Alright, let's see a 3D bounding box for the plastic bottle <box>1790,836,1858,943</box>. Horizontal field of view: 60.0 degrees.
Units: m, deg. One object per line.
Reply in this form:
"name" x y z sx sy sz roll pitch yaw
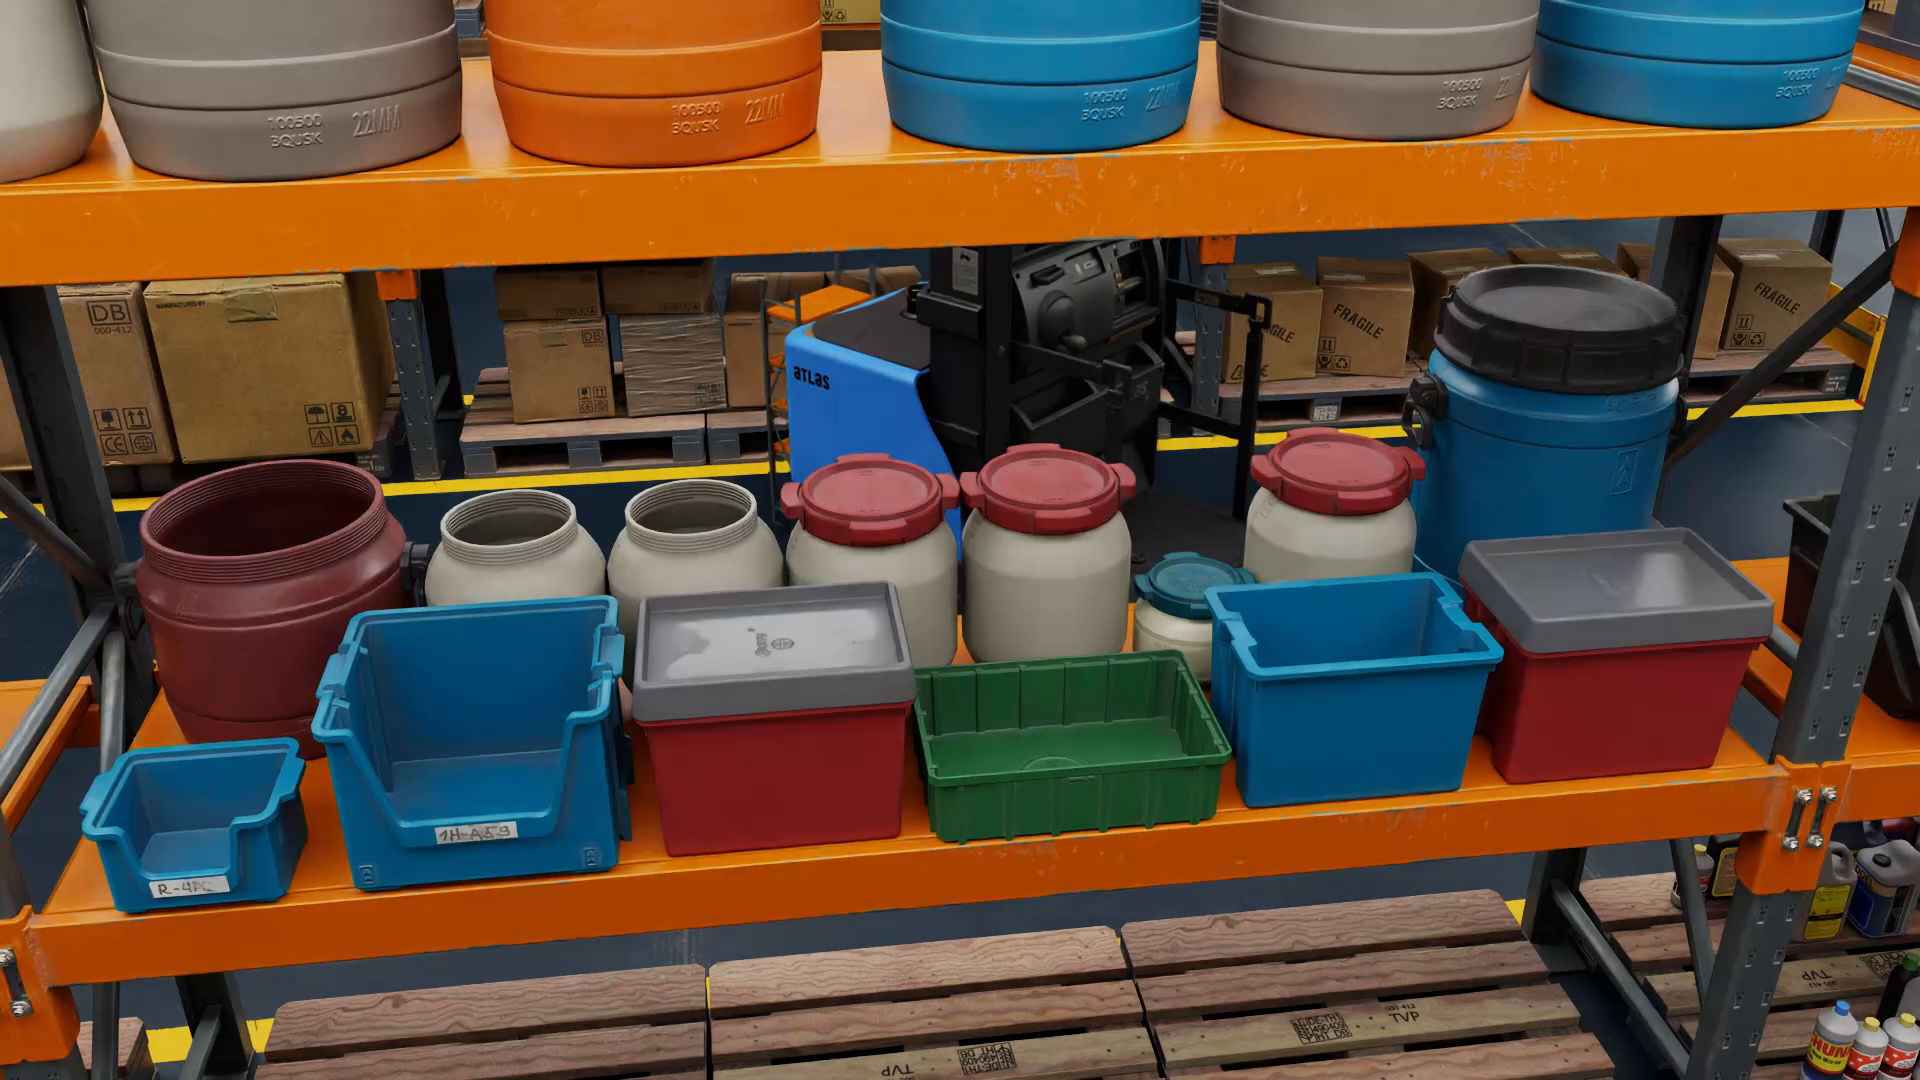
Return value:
"plastic bottle" 2.536 1.009 4.917 0.185 0.351 0.144 -4 27 -7

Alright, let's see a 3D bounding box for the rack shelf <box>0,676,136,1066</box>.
"rack shelf" -4.023 0.834 3.626 4.000 0.370 1.077 -4 27 -7

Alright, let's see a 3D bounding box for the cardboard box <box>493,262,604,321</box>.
"cardboard box" -2.074 -1.325 8.482 0.500 0.250 0.500 -3 27 -5

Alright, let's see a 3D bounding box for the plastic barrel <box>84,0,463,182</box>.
"plastic barrel" -1.199 -1.125 2.821 0.600 0.901 0.600 0 27 0

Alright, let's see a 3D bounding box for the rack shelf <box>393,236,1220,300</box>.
"rack shelf" -0.752 -1.659 8.486 4.000 0.370 1.077 -4 27 -7

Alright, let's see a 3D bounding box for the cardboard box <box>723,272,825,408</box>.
"cardboard box" -0.964 -1.067 8.801 0.500 0.500 0.700 -1 27 -3

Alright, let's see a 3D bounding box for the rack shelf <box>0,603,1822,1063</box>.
"rack shelf" -0.062 0.580 4.122 4.000 0.370 1.077 -4 27 -7

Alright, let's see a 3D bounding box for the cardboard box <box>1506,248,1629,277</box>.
"cardboard box" 3.359 -1.319 9.312 0.500 0.500 0.500 -1 27 -2

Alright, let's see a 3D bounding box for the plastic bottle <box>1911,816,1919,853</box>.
"plastic bottle" 3.025 0.912 5.107 0.185 0.351 0.144 -4 27 -7

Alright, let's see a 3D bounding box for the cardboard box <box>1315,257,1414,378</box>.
"cardboard box" 2.196 -1.228 9.136 0.500 0.500 0.500 5 28 9

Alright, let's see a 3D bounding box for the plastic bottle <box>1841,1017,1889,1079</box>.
"plastic bottle" 2.395 1.353 4.410 0.097 0.201 0.097 0 27 0

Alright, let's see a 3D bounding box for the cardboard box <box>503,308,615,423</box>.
"cardboard box" -2.072 -0.987 8.644 0.500 0.500 0.700 -5 28 -10

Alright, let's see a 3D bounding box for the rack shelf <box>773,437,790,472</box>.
"rack shelf" -0.640 -0.434 7.863 0.258 0.148 0.480 21 34 34

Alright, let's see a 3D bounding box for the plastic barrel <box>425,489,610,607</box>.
"plastic barrel" -1.054 0.175 4.000 0.421 0.512 0.421 0 27 0

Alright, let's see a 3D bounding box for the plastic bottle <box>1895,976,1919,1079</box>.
"plastic bottle" 2.611 1.294 4.444 0.135 0.276 0.152 -3 27 -5

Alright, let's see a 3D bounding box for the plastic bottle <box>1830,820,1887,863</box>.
"plastic bottle" 2.706 0.932 5.067 0.185 0.351 0.144 -5 28 -10

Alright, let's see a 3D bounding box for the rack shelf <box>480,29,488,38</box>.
"rack shelf" -5.304 -3.653 12.372 4.000 0.370 1.077 -4 27 -7

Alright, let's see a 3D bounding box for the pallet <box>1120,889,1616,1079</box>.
"pallet" 1.146 1.441 4.711 1.213 0.211 1.003 -4 27 -7

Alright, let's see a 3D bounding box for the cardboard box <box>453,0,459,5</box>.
"cardboard box" -3.748 -3.936 11.951 0.250 0.149 0.380 -3 27 -6

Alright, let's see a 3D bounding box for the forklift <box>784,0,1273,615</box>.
"forklift" 0.682 -0.981 6.452 3.031 2.935 1.130 21 34 35

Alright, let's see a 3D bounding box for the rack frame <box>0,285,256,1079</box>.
"rack frame" -2.043 0.387 3.710 0.127 3.000 1.000 -4 27 -7

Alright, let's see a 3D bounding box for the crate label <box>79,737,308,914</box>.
"crate label" -1.574 0.604 3.470 0.416 0.233 0.303 -4 27 -7

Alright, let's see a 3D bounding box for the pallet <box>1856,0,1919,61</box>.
"pallet" 2.619 -1.208 3.739 1.003 0.211 1.213 -4 27 -7

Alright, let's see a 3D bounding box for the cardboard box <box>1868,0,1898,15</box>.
"cardboard box" 4.679 -2.836 8.460 0.500 0.500 0.500 -4 27 -7

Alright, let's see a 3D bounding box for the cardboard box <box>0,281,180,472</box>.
"cardboard box" -4.303 -1.006 8.292 0.875 0.875 1.225 -4 27 -7

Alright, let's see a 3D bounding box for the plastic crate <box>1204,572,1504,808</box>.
"plastic crate" 0.869 0.351 3.798 0.575 0.384 0.392 -4 27 -7

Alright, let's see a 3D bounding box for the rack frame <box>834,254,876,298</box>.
"rack frame" -0.485 -0.756 7.910 0.240 1.200 0.015 21 34 34

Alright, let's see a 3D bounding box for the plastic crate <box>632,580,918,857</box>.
"plastic crate" -0.400 0.394 3.626 0.583 0.464 0.402 -4 27 -7

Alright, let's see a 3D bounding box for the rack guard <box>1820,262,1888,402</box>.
"rack guard" 5.114 -1.244 9.626 0.348 0.500 1.175 -4 27 -7

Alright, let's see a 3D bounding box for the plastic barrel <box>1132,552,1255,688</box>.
"plastic barrel" 0.586 0.209 4.208 0.301 0.262 0.301 0 27 0

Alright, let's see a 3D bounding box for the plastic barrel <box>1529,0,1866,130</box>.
"plastic barrel" 1.445 -1.294 3.152 0.708 0.901 0.600 -4 27 -7

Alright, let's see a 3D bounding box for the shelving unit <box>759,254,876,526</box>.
"shelving unit" -0.640 -0.670 7.742 0.258 1.200 0.503 21 34 34

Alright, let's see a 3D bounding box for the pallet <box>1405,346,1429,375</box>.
"pallet" 3.099 -1.003 9.474 1.213 0.211 1.003 -4 27 -7

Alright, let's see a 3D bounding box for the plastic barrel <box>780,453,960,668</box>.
"plastic barrel" -0.215 0.108 4.105 0.433 0.535 0.433 0 27 0

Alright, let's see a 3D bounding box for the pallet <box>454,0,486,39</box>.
"pallet" -4.015 -3.922 12.317 1.003 0.211 1.213 -4 27 -7

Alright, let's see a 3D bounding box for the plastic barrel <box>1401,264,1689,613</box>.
"plastic barrel" 1.493 -0.203 4.310 0.708 0.901 0.600 -4 27 -7

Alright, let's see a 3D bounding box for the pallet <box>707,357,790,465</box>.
"pallet" -0.753 -0.736 8.954 1.213 0.211 1.003 -4 27 -7

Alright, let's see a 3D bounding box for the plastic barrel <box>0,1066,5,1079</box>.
"plastic barrel" -2.525 1.205 4.034 0.708 0.830 0.600 -4 27 -7

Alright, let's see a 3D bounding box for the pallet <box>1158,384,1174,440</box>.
"pallet" 0.457 -0.815 9.108 1.213 0.211 1.003 -4 27 -7

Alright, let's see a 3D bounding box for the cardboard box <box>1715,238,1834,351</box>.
"cardboard box" 4.568 -1.403 9.477 0.500 0.500 0.500 1 27 2

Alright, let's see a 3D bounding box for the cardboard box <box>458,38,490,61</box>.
"cardboard box" -2.204 -2.136 8.057 0.500 0.500 0.500 -7 28 -13

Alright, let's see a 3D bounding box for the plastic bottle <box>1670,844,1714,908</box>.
"plastic bottle" 2.234 1.018 5.063 0.097 0.201 0.097 0 27 0

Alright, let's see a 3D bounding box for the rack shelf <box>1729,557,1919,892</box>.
"rack shelf" 3.899 0.326 4.618 4.000 0.370 1.077 -4 27 -7

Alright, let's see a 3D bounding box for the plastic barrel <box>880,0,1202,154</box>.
"plastic barrel" 0.149 -1.211 2.990 0.708 0.901 0.600 -4 27 -7

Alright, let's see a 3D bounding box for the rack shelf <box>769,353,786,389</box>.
"rack shelf" -0.640 -0.809 7.670 0.258 0.148 0.480 21 34 34

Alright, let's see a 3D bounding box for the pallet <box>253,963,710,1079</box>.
"pallet" -1.270 1.596 4.408 1.213 0.211 1.003 -4 27 -7

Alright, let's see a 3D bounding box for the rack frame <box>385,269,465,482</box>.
"rack frame" -2.733 -1.852 8.073 0.127 3.000 1.000 -4 27 -7

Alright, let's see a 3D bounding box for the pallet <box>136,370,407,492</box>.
"pallet" -3.524 -0.595 8.679 1.213 0.211 1.003 -4 27 -7
